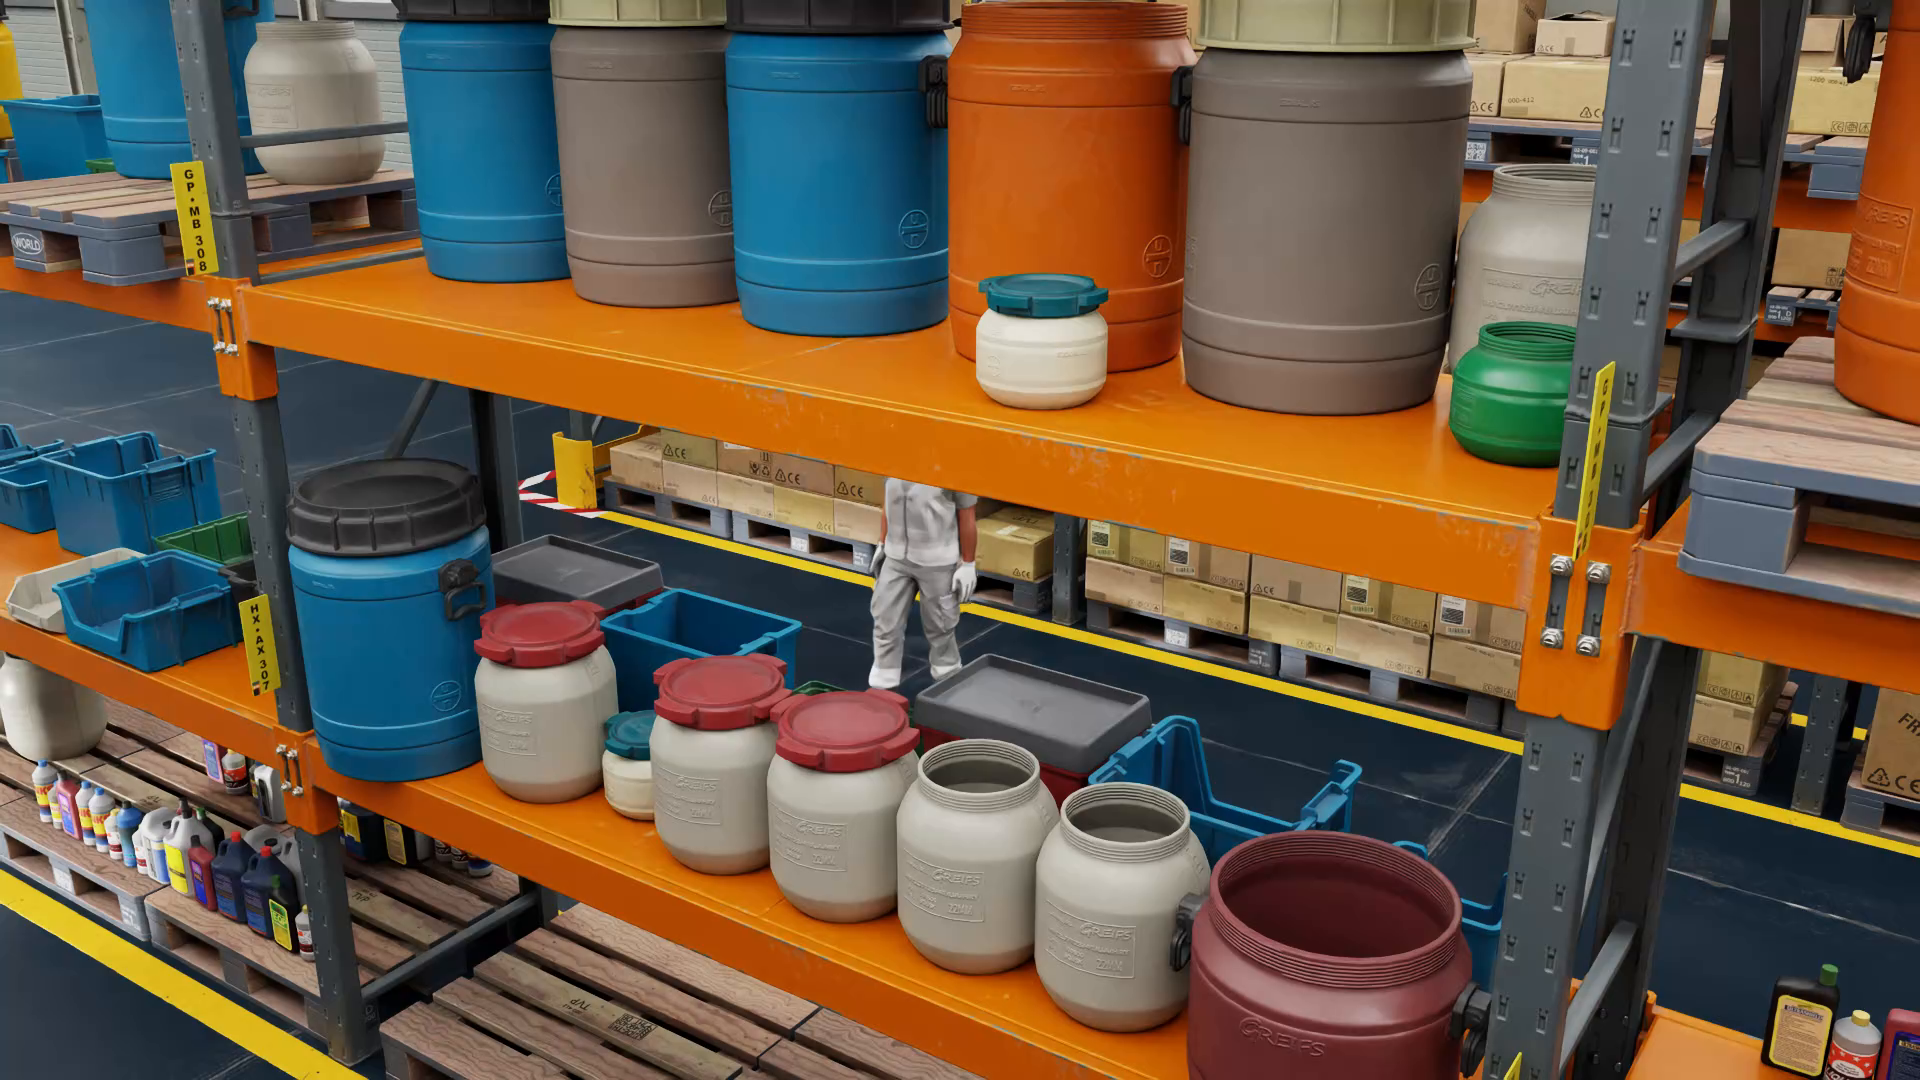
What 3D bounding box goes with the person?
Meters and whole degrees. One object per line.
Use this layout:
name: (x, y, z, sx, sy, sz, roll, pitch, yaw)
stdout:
person: (-0.259, 0.146, 8.094, 0.571, 1.781, 0.657, 12, 23, 30)
